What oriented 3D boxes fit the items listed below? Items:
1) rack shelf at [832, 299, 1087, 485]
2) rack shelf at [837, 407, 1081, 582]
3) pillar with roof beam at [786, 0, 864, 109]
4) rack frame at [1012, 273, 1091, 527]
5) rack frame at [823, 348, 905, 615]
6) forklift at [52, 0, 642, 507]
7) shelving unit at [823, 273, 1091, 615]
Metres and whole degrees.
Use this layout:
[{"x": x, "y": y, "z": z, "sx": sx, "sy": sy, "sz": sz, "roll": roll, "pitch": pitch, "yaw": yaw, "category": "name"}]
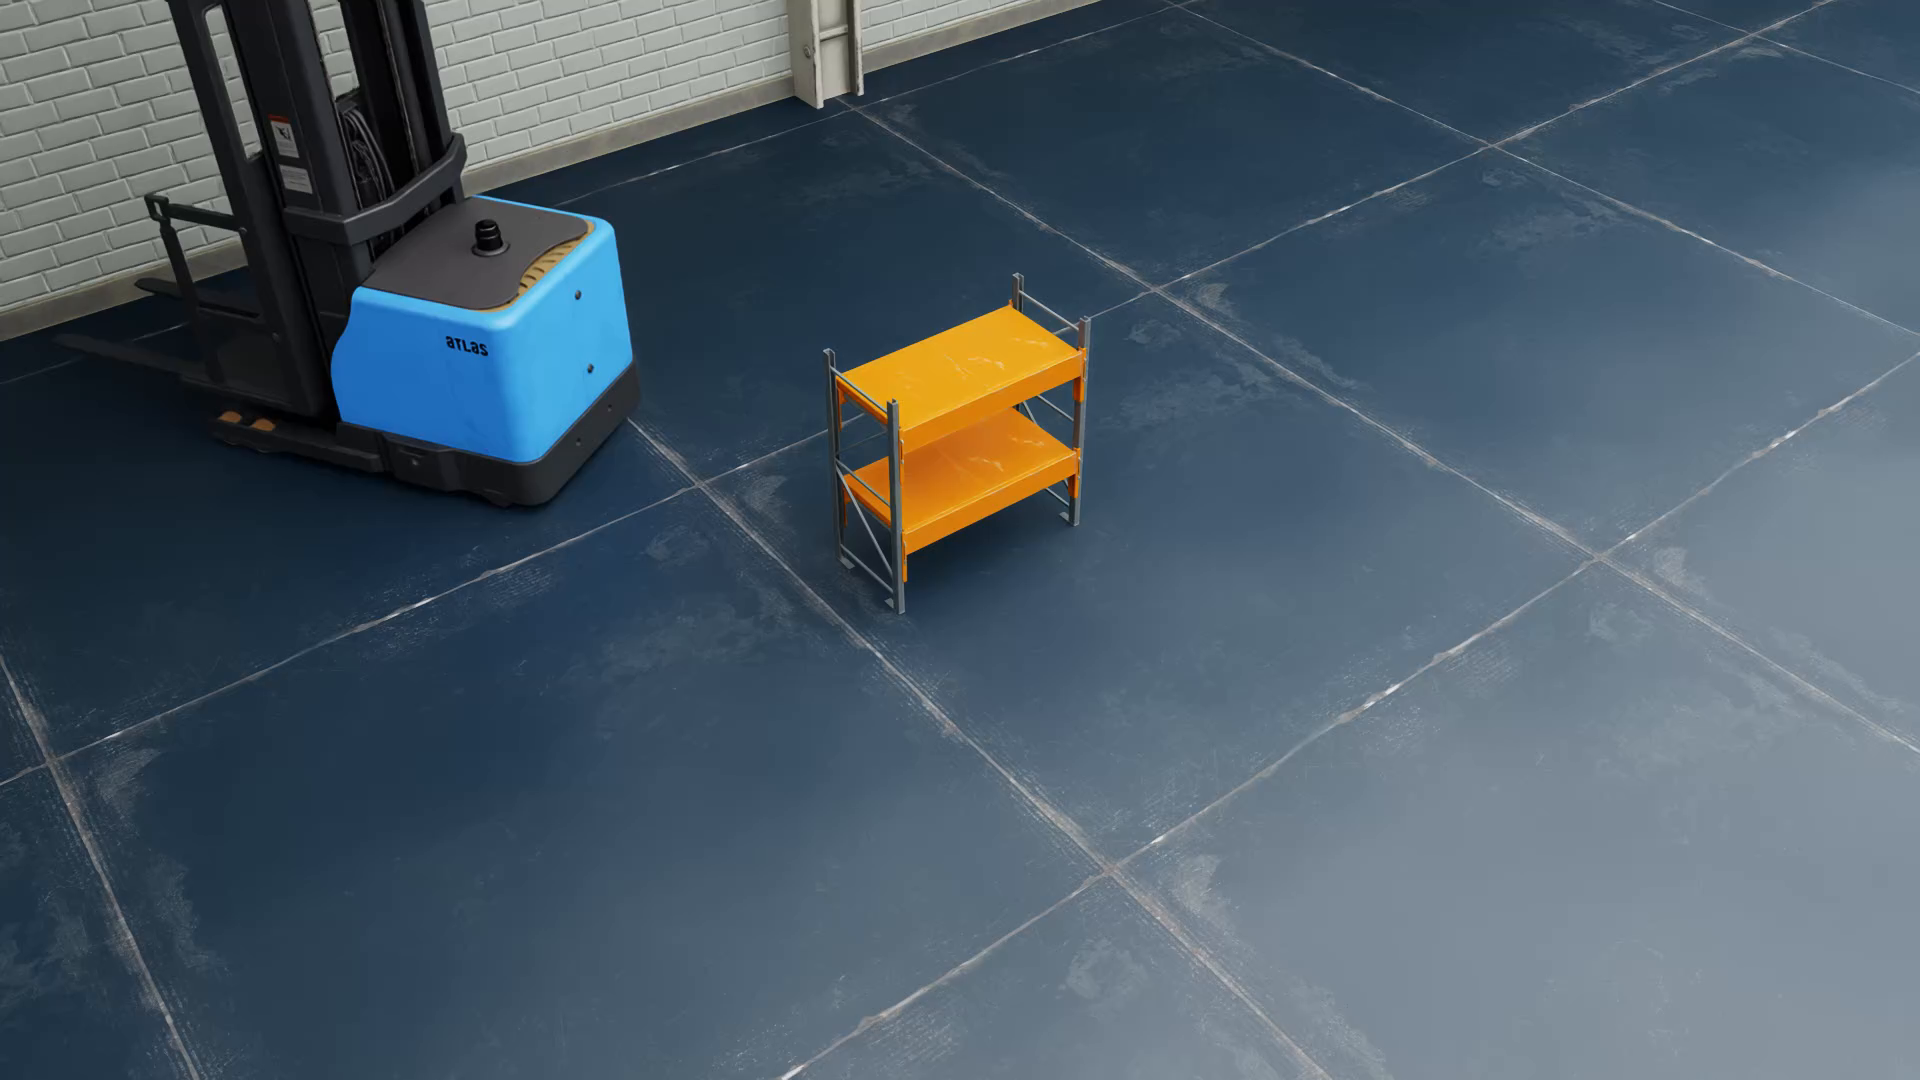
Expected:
[{"x": -0.005, "y": -0.659, "z": 7.204, "sx": 1.000, "sy": 0.278, "sz": 0.538, "roll": -26, "pitch": 46, "yaw": -28, "category": "rack shelf"}, {"x": -0.005, "y": -0.243, "z": 7.545, "sx": 1.000, "sy": 0.278, "sz": 0.538, "roll": -26, "pitch": 46, "yaw": -28, "category": "rack shelf"}, {"x": 1.712, "y": -4.406, "z": 6.026, "sx": 0.400, "sy": 9.000, "sz": 9.100, "roll": -26, "pitch": 46, "yaw": -28, "category": "pillar with roof beam"}, {"x": 0.398, "y": -0.629, "z": 7.630, "sx": 0.032, "sy": 1.125, "sz": 0.500, "roll": -26, "pitch": 46, "yaw": -28, "category": "rack frame"}, {"x": -0.408, "y": -0.236, "z": 7.151, "sx": 0.032, "sy": 1.125, "sz": 0.500, "roll": -26, "pitch": 46, "yaw": -28, "category": "rack frame"}, {"x": -3.203, "y": -1.866, "z": 7.714, "sx": 3.031, "sy": 2.935, "sz": 1.130, "roll": 13, "pitch": 41, "yaw": 16, "category": "forklift"}, {"x": -0.005, "y": -0.432, "z": 7.390, "sx": 1.048, "sy": 1.125, "sz": 0.538, "roll": -26, "pitch": 46, "yaw": -28, "category": "shelving unit"}]
